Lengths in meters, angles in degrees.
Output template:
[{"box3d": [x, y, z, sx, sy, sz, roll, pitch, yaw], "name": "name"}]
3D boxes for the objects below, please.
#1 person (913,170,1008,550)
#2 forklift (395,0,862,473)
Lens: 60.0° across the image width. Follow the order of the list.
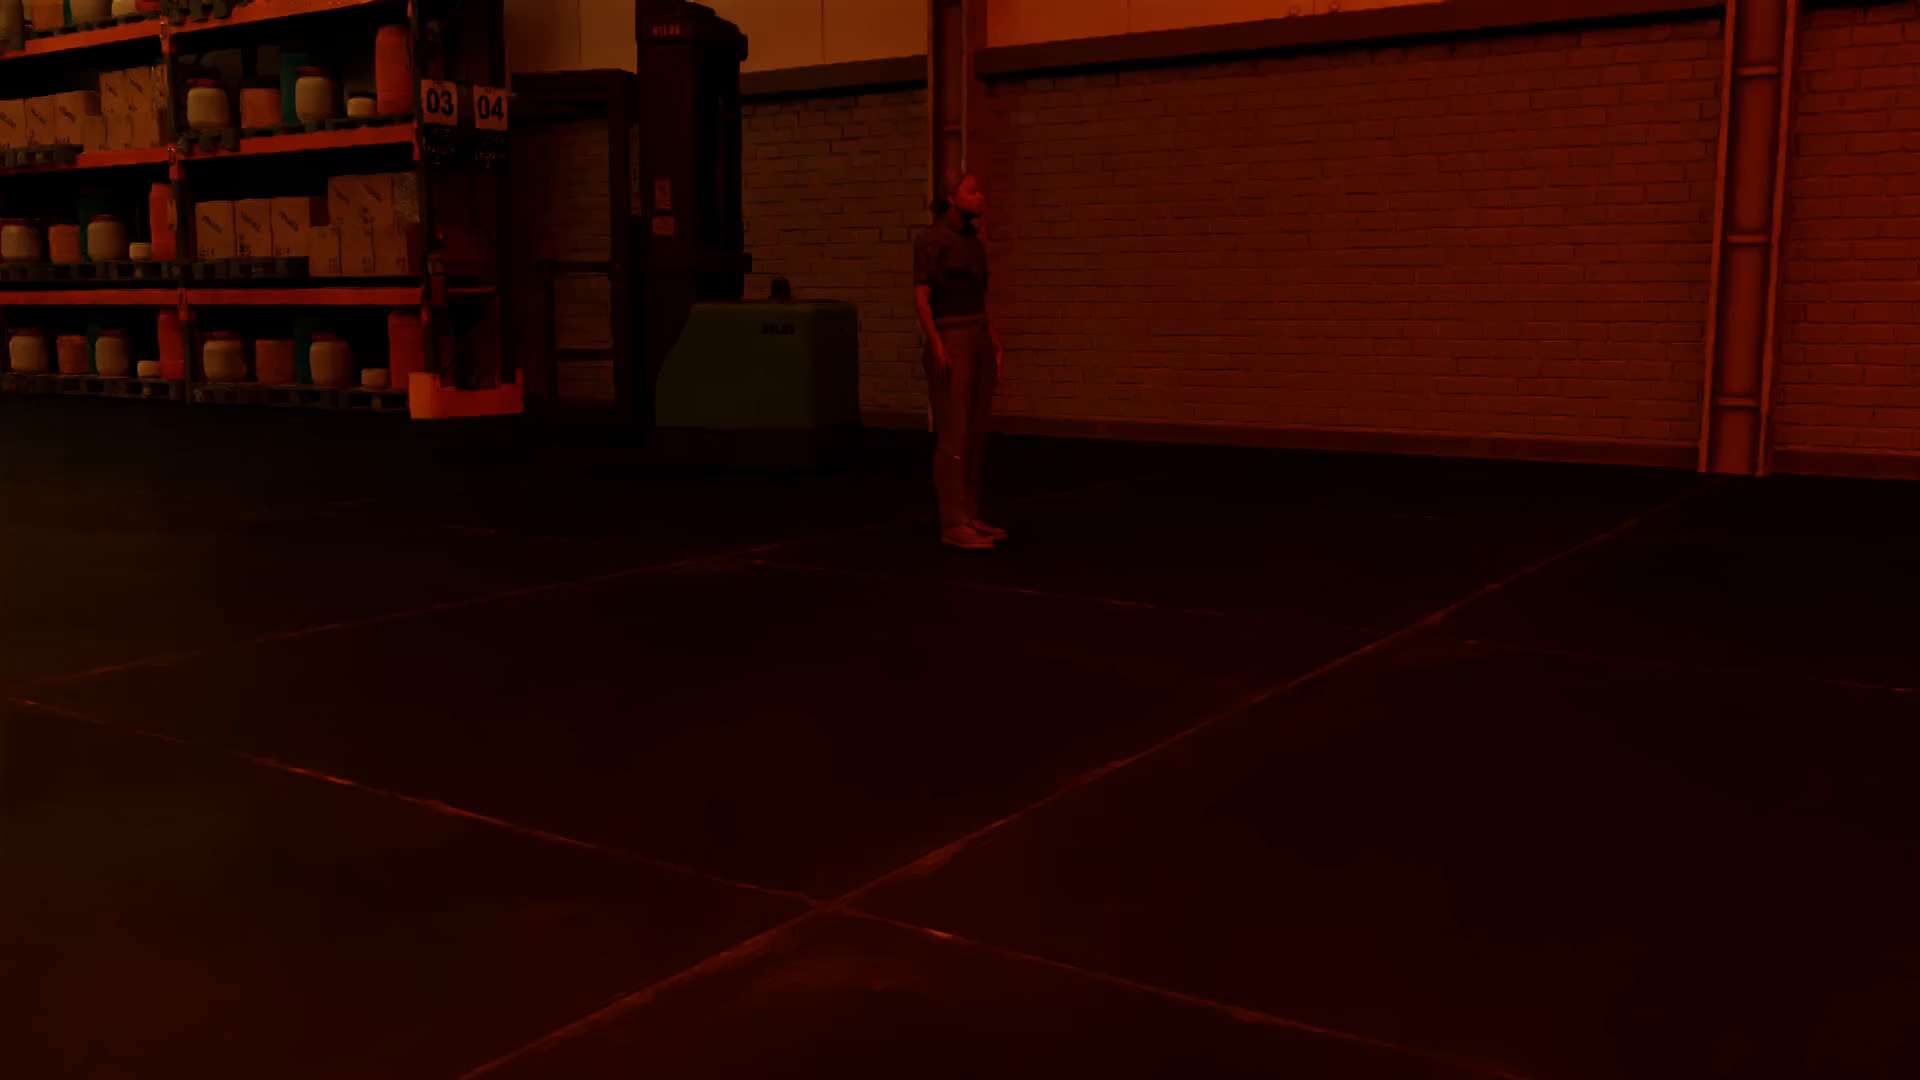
[{"box3d": [0.062, -0.817, 7.422, 0.503, 1.654, 0.570, 5, 10, 34], "name": "person"}, {"box3d": [-2.236, -1.951, 10.913, 3.031, 2.935, 1.130, 2, 8, 14], "name": "forklift"}]
